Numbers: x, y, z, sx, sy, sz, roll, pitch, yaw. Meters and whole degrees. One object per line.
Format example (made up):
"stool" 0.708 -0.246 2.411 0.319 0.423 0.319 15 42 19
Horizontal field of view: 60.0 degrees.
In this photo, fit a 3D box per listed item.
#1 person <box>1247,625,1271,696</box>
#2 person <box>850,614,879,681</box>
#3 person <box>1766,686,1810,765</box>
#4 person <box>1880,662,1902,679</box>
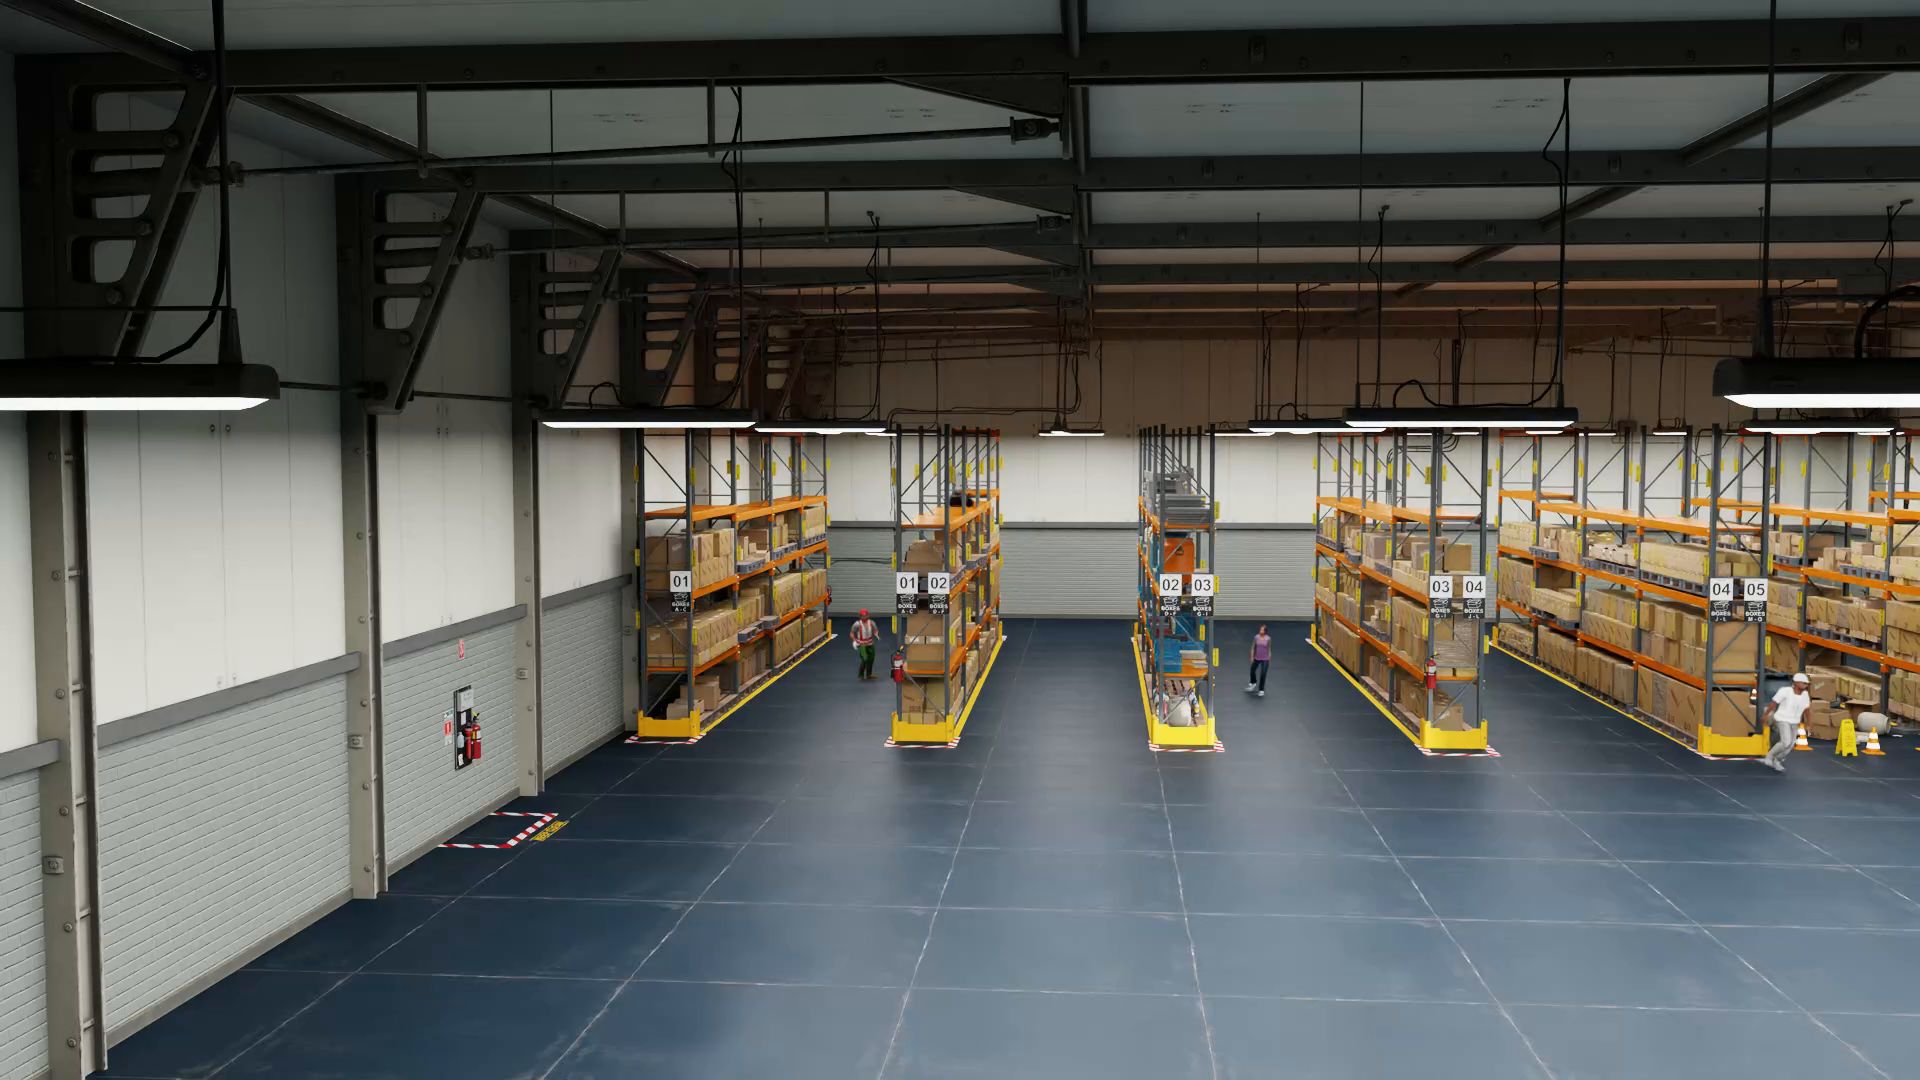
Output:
"person" 6.684 2.671 37.208 0.566 1.583 0.491 1 4 21
"person" -2.253 2.512 39.488 0.666 1.667 0.603 -2 4 -33
"person" 14.279 3.196 28.630 0.601 1.409 0.520 -1 4 -18
"person" 21.830 2.617 38.883 0.660 1.490 0.736 0 3 -6
